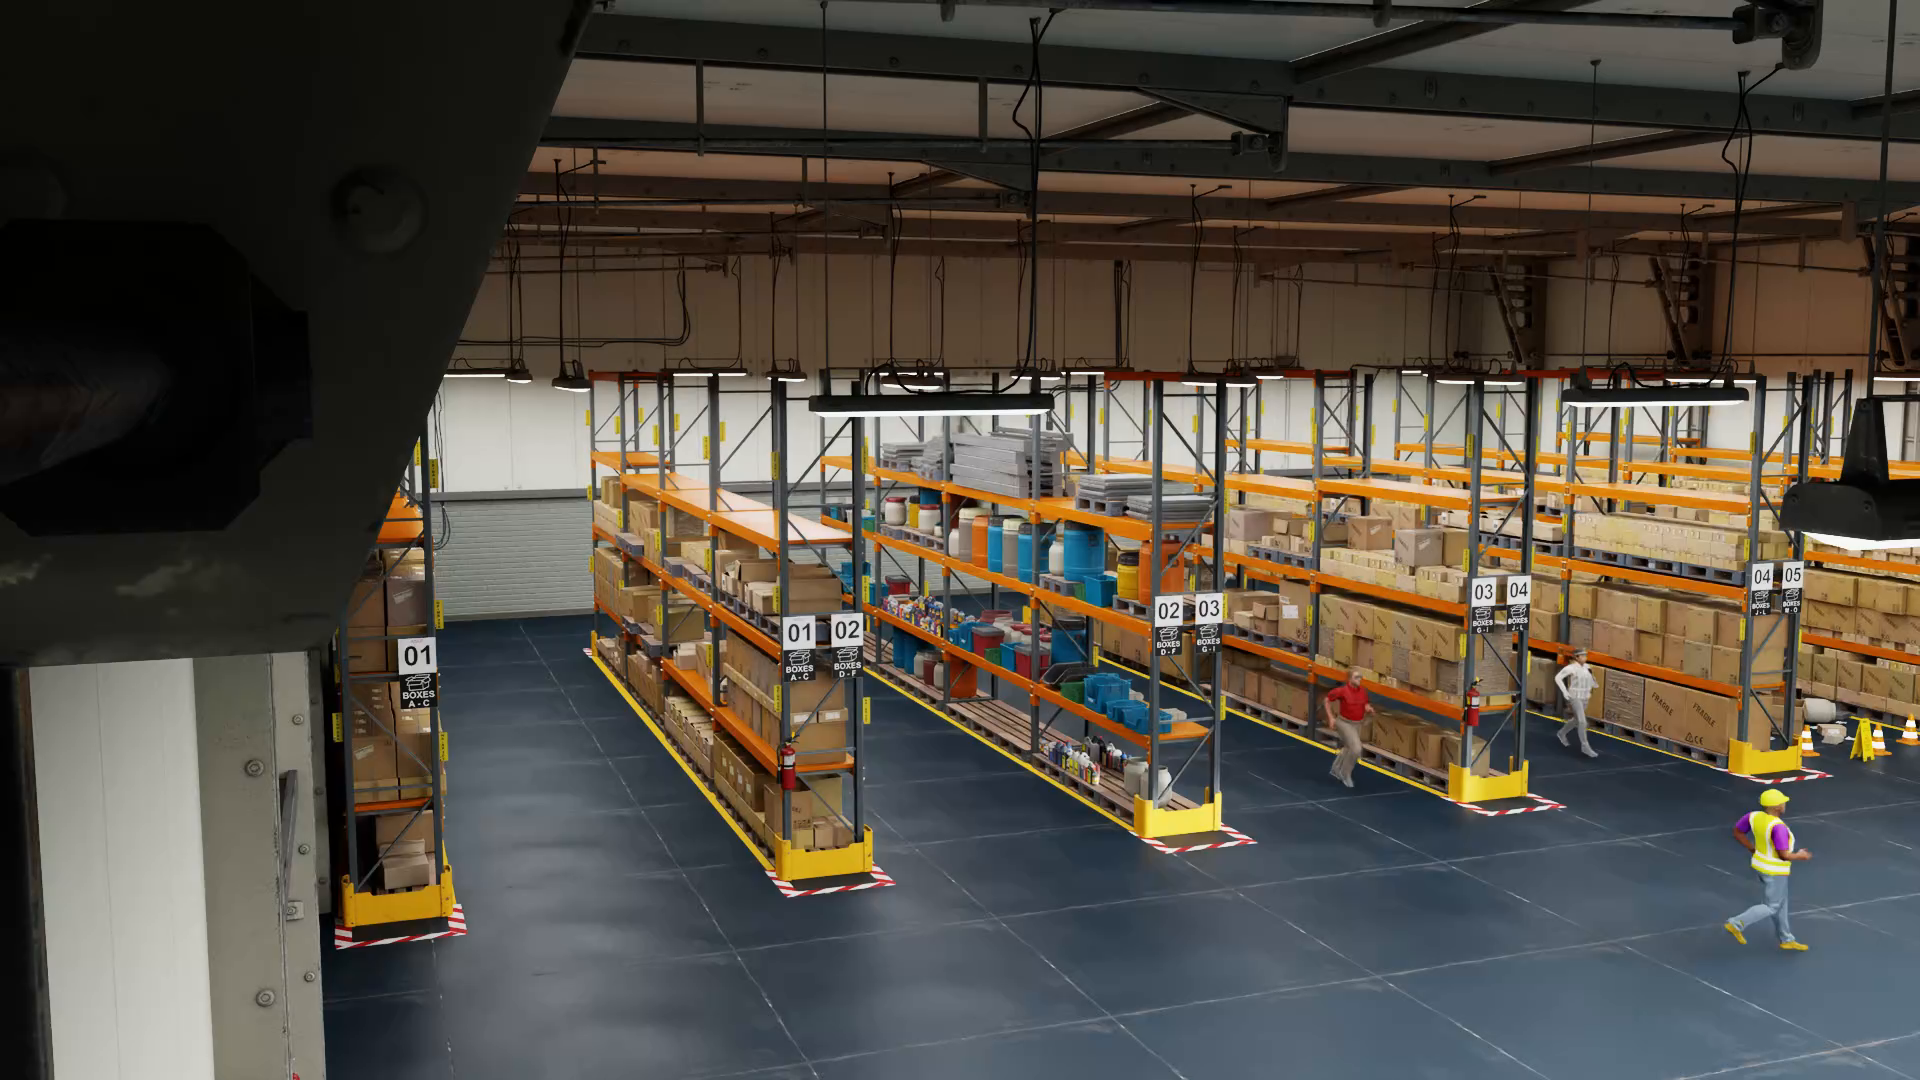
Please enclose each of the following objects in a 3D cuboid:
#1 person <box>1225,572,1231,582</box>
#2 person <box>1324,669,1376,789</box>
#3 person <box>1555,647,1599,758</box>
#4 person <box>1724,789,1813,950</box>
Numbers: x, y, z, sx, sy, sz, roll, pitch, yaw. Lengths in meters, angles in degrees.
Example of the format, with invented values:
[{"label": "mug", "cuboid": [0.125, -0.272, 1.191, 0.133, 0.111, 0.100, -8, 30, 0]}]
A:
[{"label": "person", "cuboid": [6.524, 0.858, 41.663, 0.519, 1.703, 0.943, 1, 6, 10]}, {"label": "person", "cuboid": [5.742, 2.770, 24.394, 0.627, 1.767, 0.826, -5, 8, -37]}, {"label": "person", "cuboid": [9.823, 2.524, 26.370, 0.614, 1.690, 0.886, -3, 7, -27]}, {"label": "person", "cuboid": [8.540, 3.493, 17.538, 0.956, 1.762, 0.700, 0, 6, -2]}]
